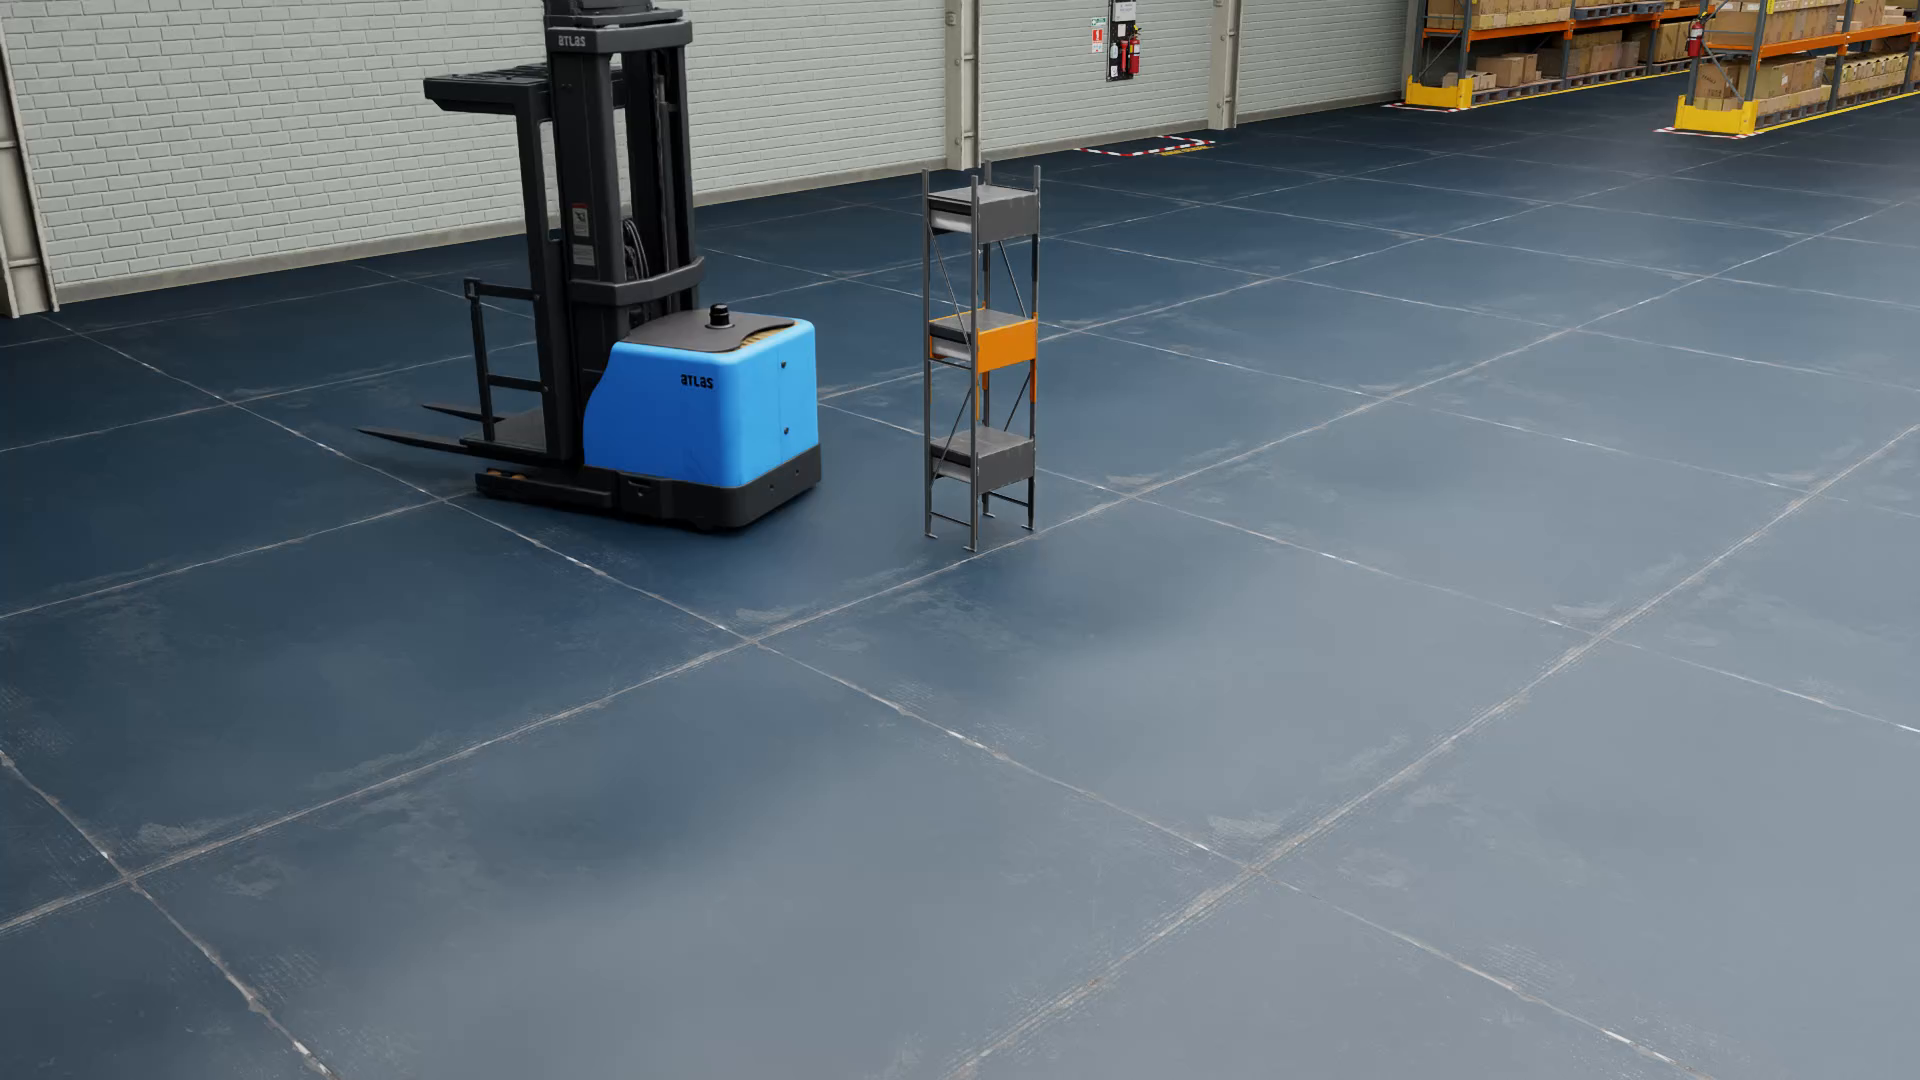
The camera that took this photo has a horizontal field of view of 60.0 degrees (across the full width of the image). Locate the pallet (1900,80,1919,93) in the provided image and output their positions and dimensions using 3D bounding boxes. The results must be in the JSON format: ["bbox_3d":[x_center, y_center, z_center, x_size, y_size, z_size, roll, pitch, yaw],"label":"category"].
[{"bbox_3d":[18.230,-8.915,32.476,1.003,0.211,1.213,19,28,41],"label":"pallet"}]

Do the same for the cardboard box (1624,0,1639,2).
[{"bbox_3d":[13.439,-11.252,33.915,0.700,0.500,0.500,16,26,36],"label":"cardboard box"}]

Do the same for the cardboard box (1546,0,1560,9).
[{"bbox_3d":[10.887,-10.206,31.083,0.500,0.500,0.500,19,28,40],"label":"cardboard box"}]

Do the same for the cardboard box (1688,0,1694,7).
[{"bbox_3d":[15.588,-11.589,35.868,0.380,0.149,0.250,19,28,41],"label":"cardboard box"}]

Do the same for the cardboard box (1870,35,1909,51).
[{"bbox_3d":[18.202,-9.738,32.555,0.500,0.250,0.500,-19,28,-40],"label":"cardboard box"}]

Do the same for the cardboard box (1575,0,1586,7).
[{"bbox_3d":[11.719,-10.620,32.270,0.700,0.500,0.500,19,28,41],"label":"cardboard box"}]

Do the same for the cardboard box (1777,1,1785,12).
[{"bbox_3d":[12.886,-8.507,26.483,0.380,0.149,0.250,19,28,41],"label":"cardboard box"}]

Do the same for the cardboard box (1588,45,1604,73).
[{"bbox_3d":[12.550,-9.744,33.615,0.700,0.500,0.500,20,28,41],"label":"cardboard box"}]

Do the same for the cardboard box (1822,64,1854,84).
[{"bbox_3d":[15.358,-8.225,29.257,0.500,0.311,0.500,19,28,41],"label":"cardboard box"}]

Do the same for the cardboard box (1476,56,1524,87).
[{"bbox_3d":[10.041,-8.734,30.987,0.700,0.500,0.500,17,27,37],"label":"cardboard box"}]

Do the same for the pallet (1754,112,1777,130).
[{"bbox_3d":[12.604,-6.884,27.190,1.003,0.211,1.213,19,28,41],"label":"pallet"}]

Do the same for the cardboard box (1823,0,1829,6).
[{"bbox_3d":[14.318,-9.034,27.853,0.380,0.149,0.250,19,28,41],"label":"cardboard box"}]

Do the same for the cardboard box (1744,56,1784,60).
[{"bbox_3d":[13.646,-7.971,28.334,0.500,0.500,0.500,19,28,41],"label":"cardboard box"}]

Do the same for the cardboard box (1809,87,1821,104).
[{"bbox_3d":[14.369,-7.619,28.463,0.500,0.250,0.500,19,28,41],"label":"cardboard box"}]

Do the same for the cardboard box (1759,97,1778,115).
[{"bbox_3d":[12.981,-7.102,27.119,0.500,0.250,0.500,19,28,41],"label":"cardboard box"}]

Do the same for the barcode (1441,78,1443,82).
[{"bbox_3d":[8.822,-8.432,30.452,0.001,0.075,0.075,19,28,41],"label":"barcode"}]

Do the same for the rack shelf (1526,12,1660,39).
[{"bbox_3d":[12.735,-10.424,33.516,1.077,0.370,4.000,19,28,41],"label":"rack shelf"}]

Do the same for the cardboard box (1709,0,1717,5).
[{"bbox_3d":[16.373,-11.827,36.487,0.380,0.149,0.250,19,28,41],"label":"cardboard box"}]

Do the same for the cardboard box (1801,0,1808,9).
[{"bbox_3d":[13.602,-8.769,27.166,0.380,0.149,0.250,20,28,41],"label":"cardboard box"}]

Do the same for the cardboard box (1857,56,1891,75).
[{"bbox_3d":[16.781,-8.748,30.620,0.500,0.311,0.500,19,28,40],"label":"cardboard box"}]

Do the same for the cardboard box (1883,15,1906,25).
[{"bbox_3d":[17.252,-9.617,30.764,0.380,0.149,0.250,19,28,41],"label":"cardboard box"}]

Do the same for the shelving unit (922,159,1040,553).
[{"bbox_3d":[0.115,-1.023,9.309,0.431,2.100,0.503,19,28,41],"label":"shelving unit"}]

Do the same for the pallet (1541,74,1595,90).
[{"bbox_3d":[11.882,-9.144,33.071,1.003,0.211,1.213,19,28,41],"label":"pallet"}]

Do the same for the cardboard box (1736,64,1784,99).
[{"bbox_3d":[12.982,-7.452,26.983,0.500,0.500,0.500,19,28,41],"label":"cardboard box"}]

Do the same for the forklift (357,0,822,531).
[{"bbox_3d":[-2.420,-1.760,10.069,3.031,2.935,1.130,10,23,23],"label":"forklift"}]

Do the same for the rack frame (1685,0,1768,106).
[{"bbox_3d":[12.101,-7.978,26.151,1.000,3.000,0.127,19,28,41],"label":"rack frame"}]

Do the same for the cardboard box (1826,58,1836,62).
[{"bbox_3d":[15.677,-8.620,30.285,0.500,0.311,0.500,19,28,40],"label":"cardboard box"}]

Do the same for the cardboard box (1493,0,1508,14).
[{"bbox_3d":[9.449,-9.678,29.710,0.500,0.500,0.500,19,28,41],"label":"cardboard box"}]

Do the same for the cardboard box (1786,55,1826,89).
[{"bbox_3d":[14.367,-7.969,28.330,0.500,0.500,0.500,19,28,41],"label":"cardboard box"}]

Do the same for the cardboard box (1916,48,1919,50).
[{"bbox_3d":[18.919,-9.382,32.675,0.500,0.500,0.500,19,28,40],"label":"cardboard box"}]

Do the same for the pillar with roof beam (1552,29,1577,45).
[{"bbox_3d":[15.688,-12.879,30.538,9.100,9.000,0.400,19,28,41],"label":"pillar with roof beam"}]

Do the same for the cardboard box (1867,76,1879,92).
[{"bbox_3d":[16.423,-8.356,30.381,0.500,0.250,0.500,-20,28,-41],"label":"cardboard box"}]

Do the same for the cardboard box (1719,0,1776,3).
[{"bbox_3d":[12.473,-8.761,26.239,0.700,0.500,0.500,19,28,41],"label":"cardboard box"}]

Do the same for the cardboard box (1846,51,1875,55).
[{"bbox_3d":[17.106,-9.148,31.659,0.500,0.311,0.500,-19,28,-40],"label":"cardboard box"}]

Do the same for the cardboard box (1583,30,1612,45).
[{"bbox_3d":[12.867,-10.200,33.756,0.500,0.250,0.500,19,28,40],"label":"cardboard box"}]

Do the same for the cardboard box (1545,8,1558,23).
[{"bbox_3d":[10.873,-9.861,31.230,0.500,0.250,0.500,19,28,41],"label":"cardboard box"}]

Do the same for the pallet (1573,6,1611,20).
[{"bbox_3d":[11.977,-10.316,32.500,1.003,0.211,1.213,19,28,41],"label":"pallet"}]

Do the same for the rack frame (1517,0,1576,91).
[{"bbox_3d":[11.339,-10.245,32.049,1.000,3.000,0.127,19,28,41],"label":"rack frame"}]

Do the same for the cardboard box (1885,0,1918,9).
[{"bbox_3d":[18.040,-10.467,31.902,0.700,0.500,0.500,9,23,23],"label":"cardboard box"}]

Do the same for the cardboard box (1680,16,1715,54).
[{"bbox_3d":[16.560,-11.295,37.190,0.750,0.750,0.750,20,28,41],"label":"cardboard box"}]

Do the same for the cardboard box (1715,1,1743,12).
[{"bbox_3d":[12.231,-8.474,26.396,0.380,0.149,0.250,19,28,40],"label":"cardboard box"}]

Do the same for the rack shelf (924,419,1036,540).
[{"bbox_3d":[0.115,-0.357,9.565,0.431,0.518,0.480,19,28,41],"label":"rack shelf"}]

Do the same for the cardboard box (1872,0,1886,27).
[{"bbox_3d":[16.523,-9.646,30.350,0.500,0.500,0.500,17,27,38],"label":"cardboard box"}]

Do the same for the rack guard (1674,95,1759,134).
[{"bbox_3d":[12.084,-6.805,26.583,1.175,0.500,0.348,19,28,41],"label":"rack guard"}]

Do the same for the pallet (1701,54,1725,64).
[{"bbox_3d":[16.436,-10.783,37.334,1.003,0.211,1.213,19,28,41],"label":"pallet"}]

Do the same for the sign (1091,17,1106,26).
[{"bbox_3d":[2.031,-7.592,24.358,0.001,0.109,0.331,19,28,41],"label":"sign"}]

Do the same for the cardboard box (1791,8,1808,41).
[{"bbox_3d":[13.514,-8.540,27.474,0.500,0.500,0.700,-19,28,-40],"label":"cardboard box"}]

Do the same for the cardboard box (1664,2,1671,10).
[{"bbox_3d":[14.708,-11.255,34.998,0.250,0.149,0.380,-20,29,-41],"label":"cardboard box"}]

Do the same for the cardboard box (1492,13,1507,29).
[{"bbox_3d":[9.469,-9.339,29.873,0.500,0.250,0.500,18,28,39],"label":"cardboard box"}]
